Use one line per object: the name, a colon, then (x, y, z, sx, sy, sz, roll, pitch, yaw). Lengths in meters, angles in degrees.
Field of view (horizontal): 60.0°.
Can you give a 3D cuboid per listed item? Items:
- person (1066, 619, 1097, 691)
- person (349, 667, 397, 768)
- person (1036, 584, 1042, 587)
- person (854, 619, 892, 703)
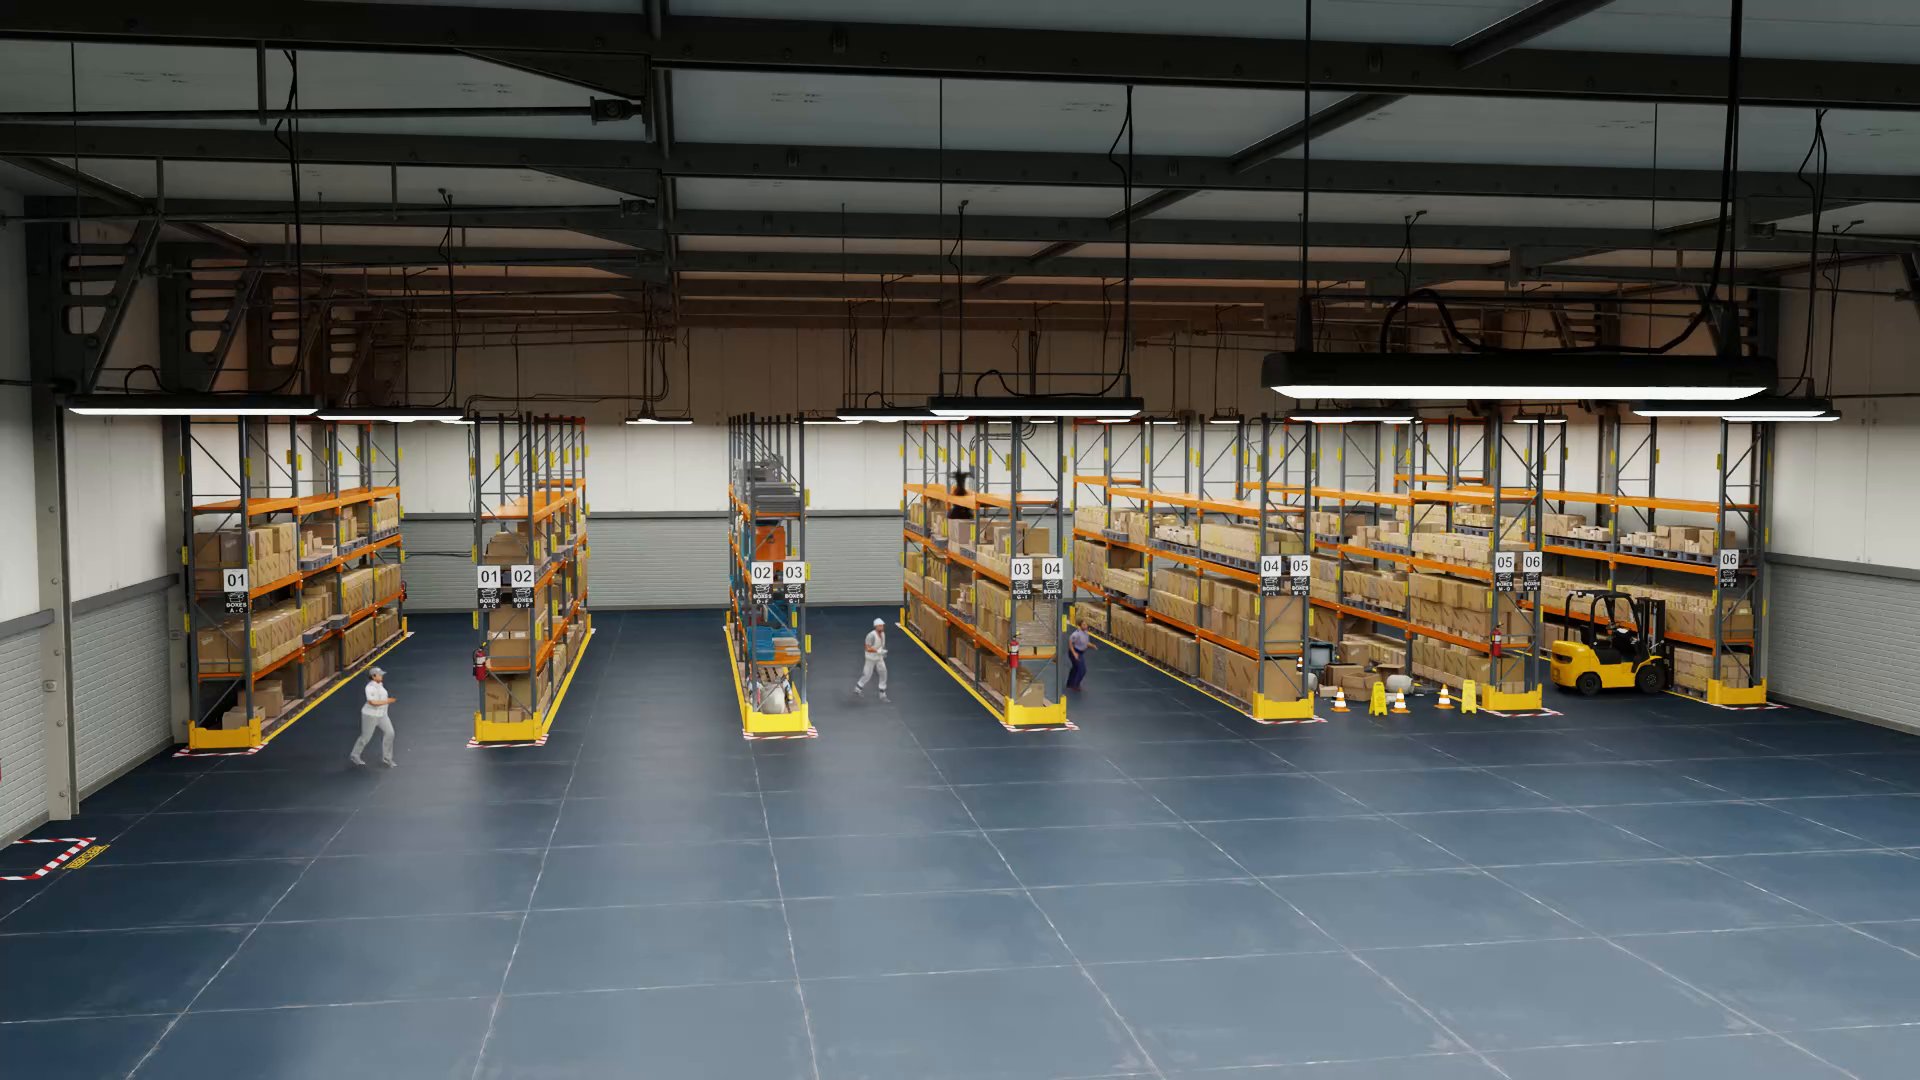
person: (2.611, 2.500, 36.207, 0.768, 1.592, 0.670, 2, 4, 25)
person: (-9.855, 2.993, 27.938, 0.842, 1.724, 0.557, 1, 4, 11)
person: (2.468, 1.579, 48.884, 0.549, 1.686, 0.698, 1, 4, 17)
person: (-1.808, 2.491, 34.562, 0.987, 1.756, 0.685, 4, 5, 43)
